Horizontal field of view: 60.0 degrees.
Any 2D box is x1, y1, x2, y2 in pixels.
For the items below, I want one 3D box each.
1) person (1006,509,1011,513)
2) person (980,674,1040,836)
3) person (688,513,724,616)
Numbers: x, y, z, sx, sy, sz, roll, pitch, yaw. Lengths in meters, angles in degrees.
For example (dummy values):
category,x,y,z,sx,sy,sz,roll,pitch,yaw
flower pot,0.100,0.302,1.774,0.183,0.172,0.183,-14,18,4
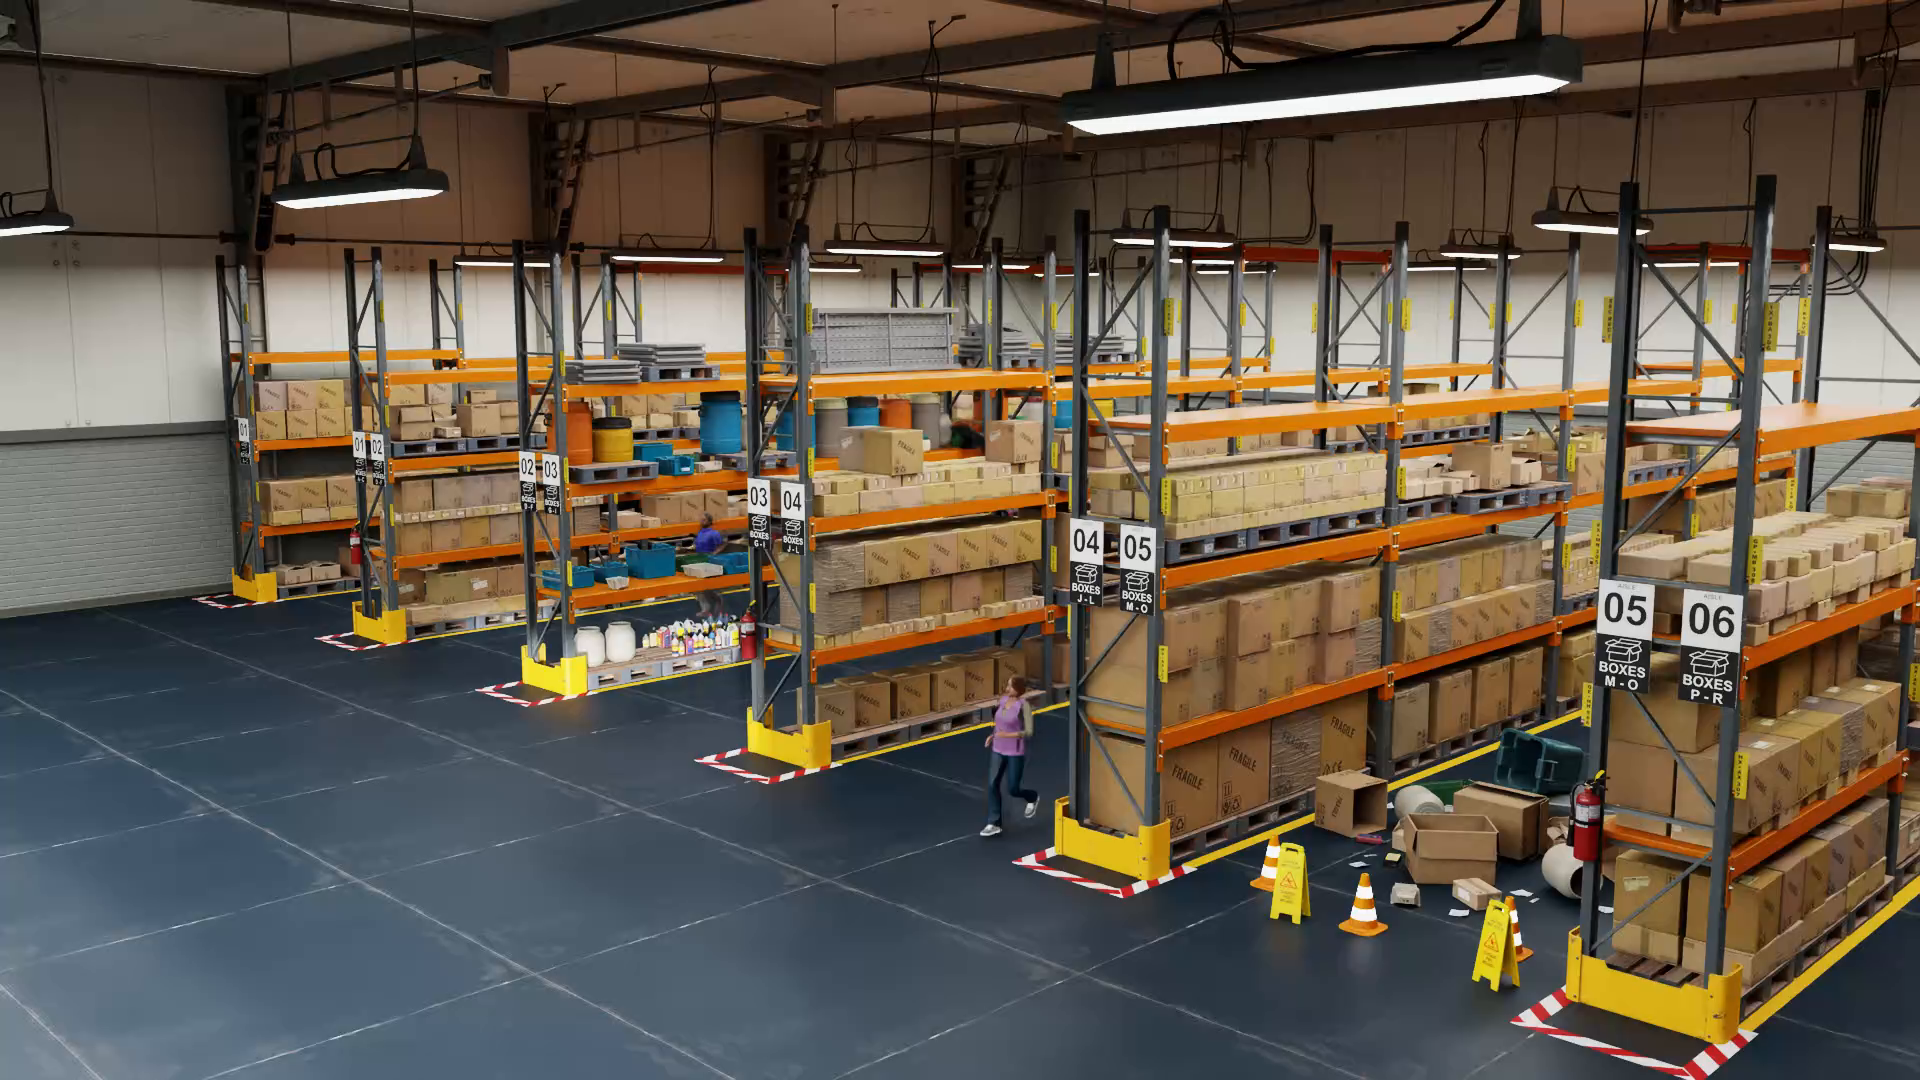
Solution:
category,x,y,z,sx,sy,sz,roll,pitch,yaw
person,0.660,-0.238,32.386,0.603,1.548,0.652,6,10,37
person,0.473,2.103,16.347,0.568,1.539,0.760,7,11,42
person,-3.991,0.392,26.080,0.573,1.606,0.537,7,11,40
